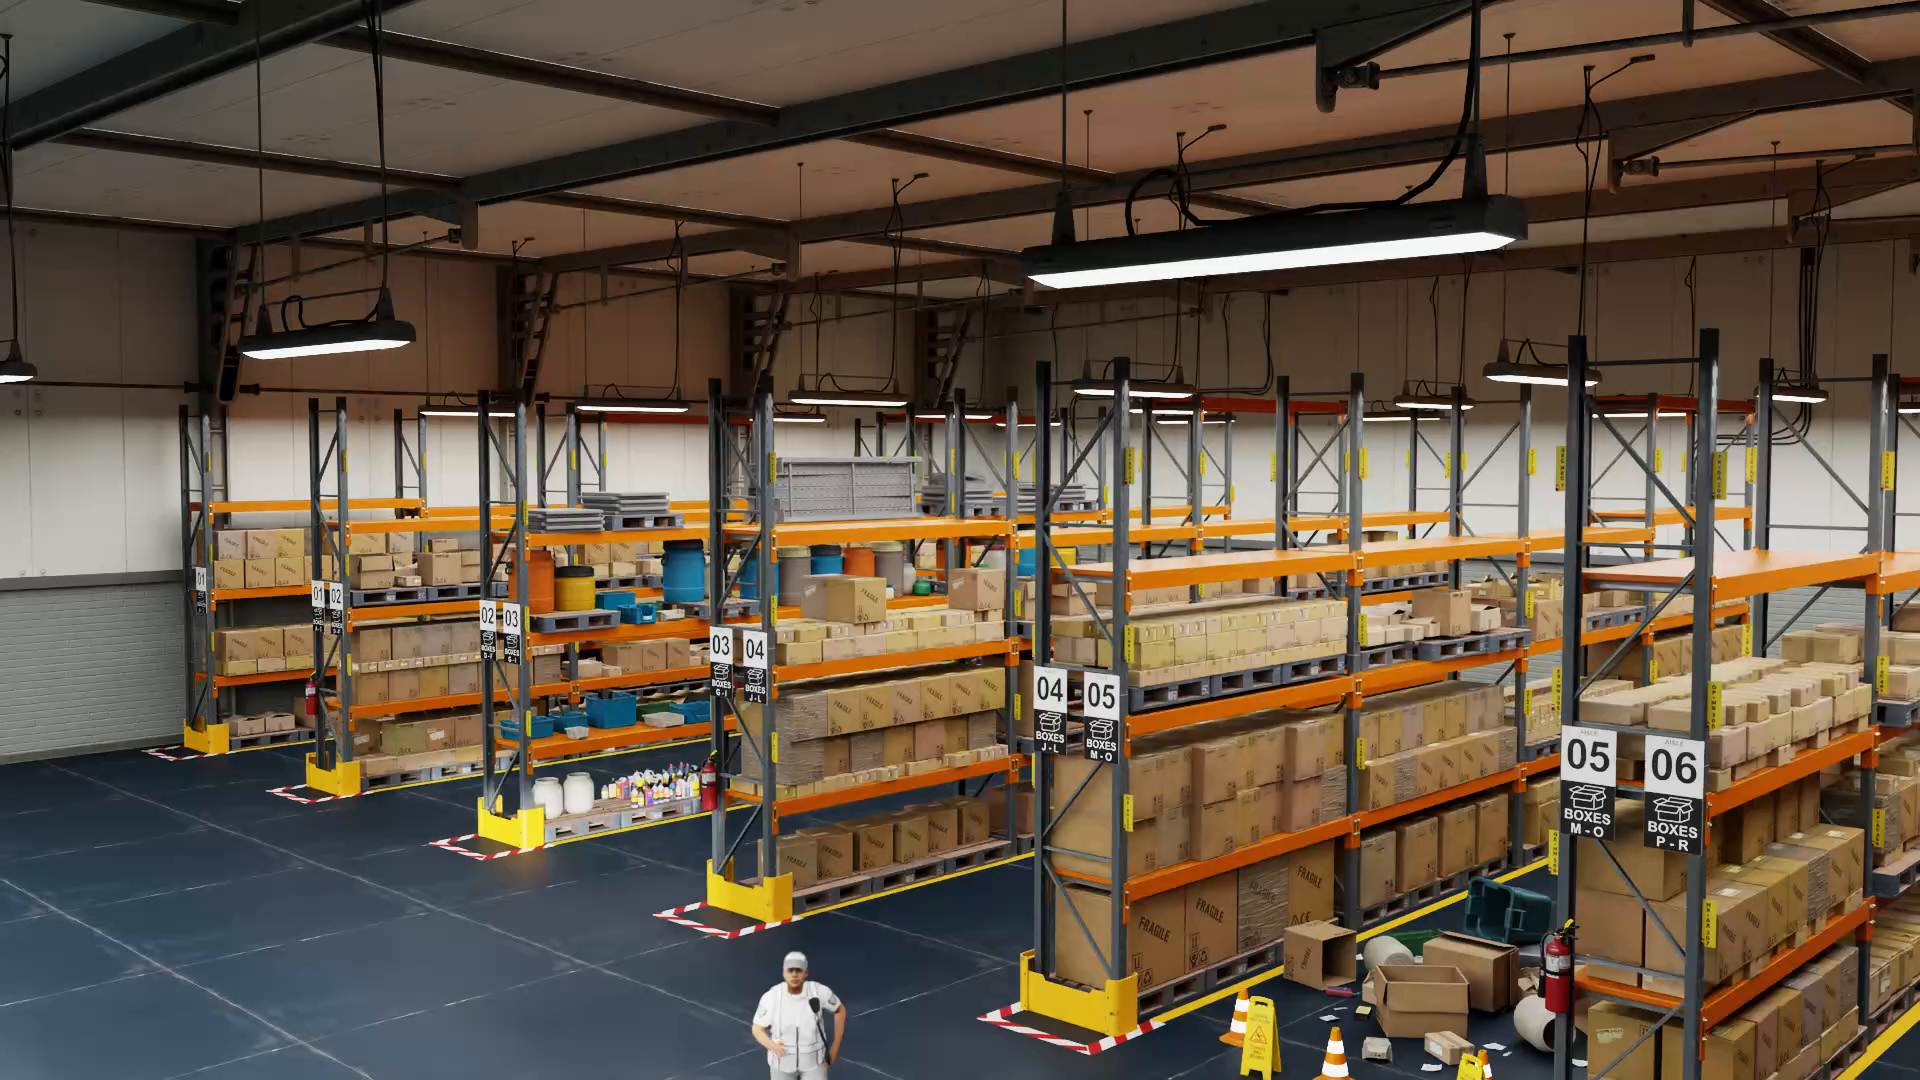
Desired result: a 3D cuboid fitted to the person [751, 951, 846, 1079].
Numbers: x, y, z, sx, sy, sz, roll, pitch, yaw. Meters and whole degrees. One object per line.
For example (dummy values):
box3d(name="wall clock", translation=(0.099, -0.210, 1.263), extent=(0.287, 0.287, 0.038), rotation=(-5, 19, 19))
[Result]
box3d(name="person", translation=(-1.139, 3.717, 11.710), extent=(0.661, 1.639, 0.570), rotation=(0, 3, -3))
